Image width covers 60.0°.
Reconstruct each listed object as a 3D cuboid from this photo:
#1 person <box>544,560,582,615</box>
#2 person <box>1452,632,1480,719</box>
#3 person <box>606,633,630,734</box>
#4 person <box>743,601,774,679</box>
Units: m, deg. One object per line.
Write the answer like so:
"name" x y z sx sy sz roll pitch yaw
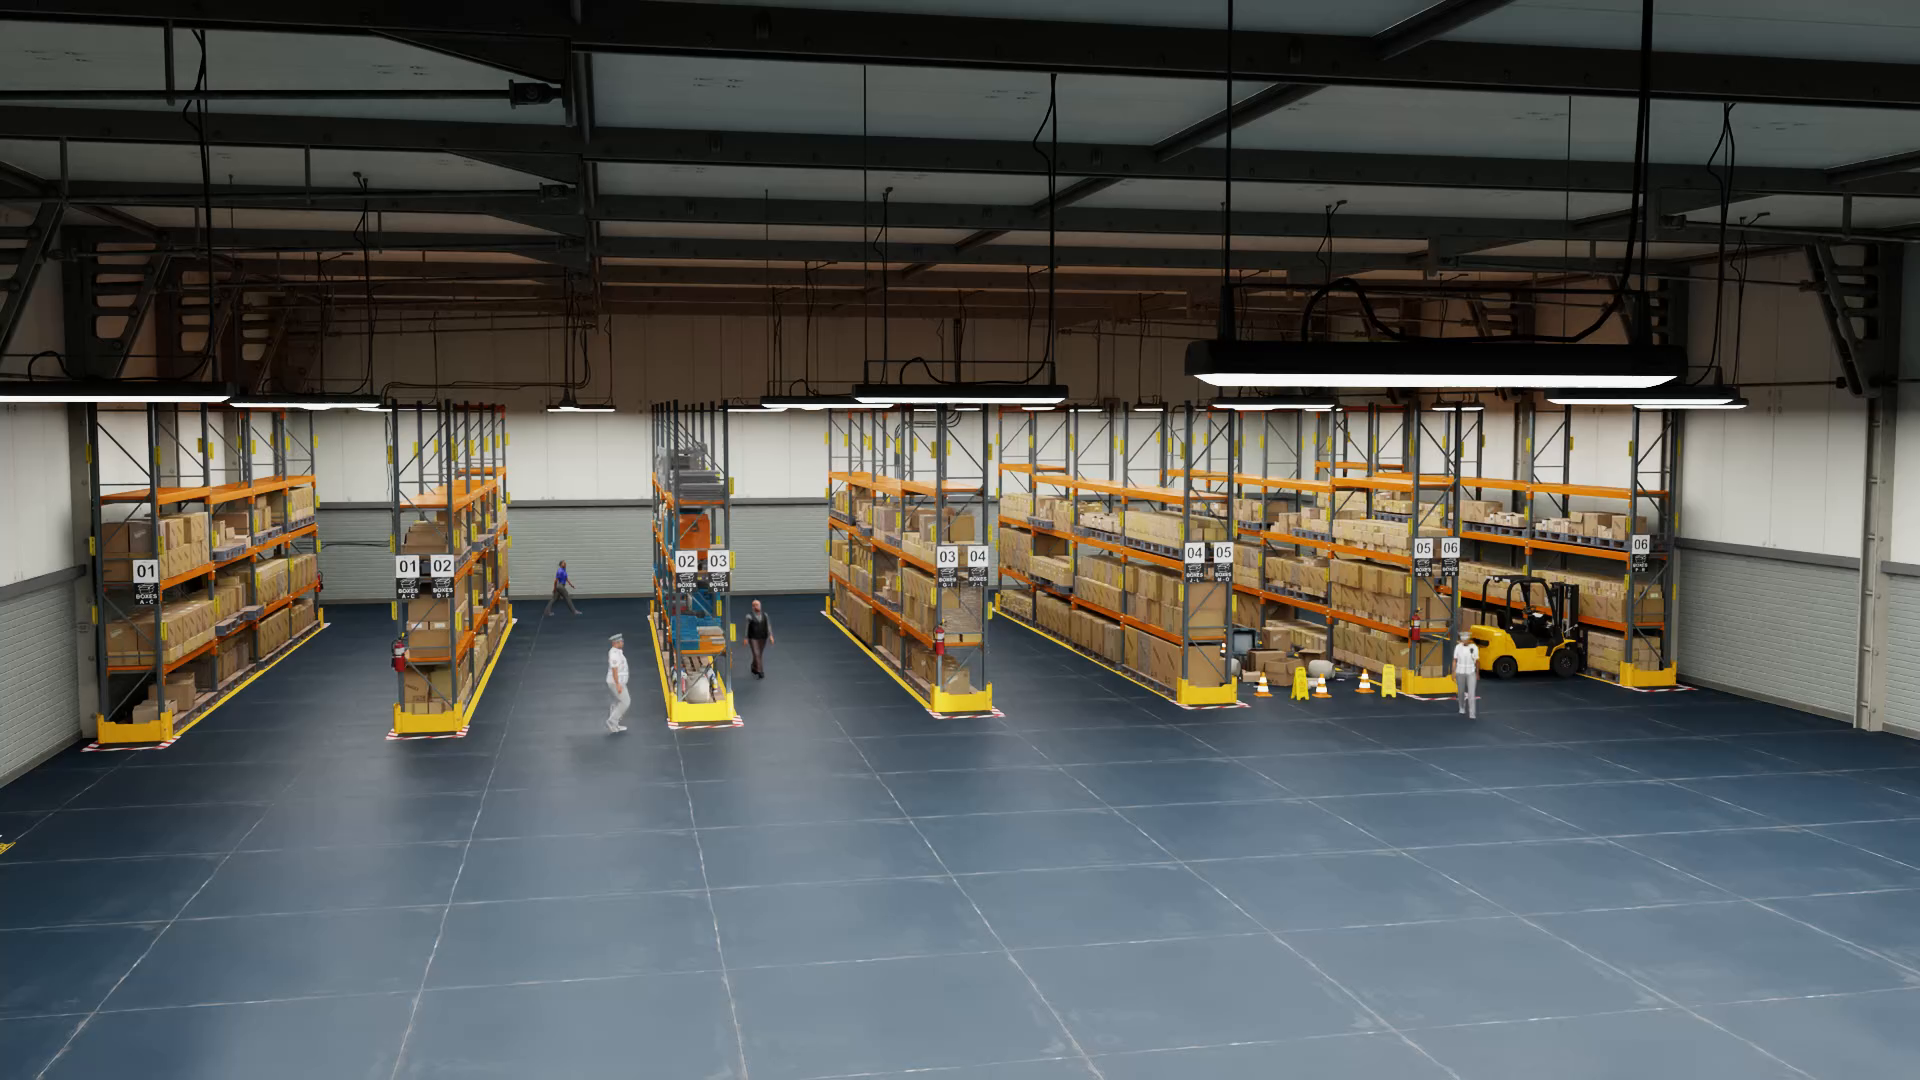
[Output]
"person" -11.285 1.346 47.235 1.068 1.574 0.400 -1 4 -16
"person" 9.581 2.535 31.486 0.488 1.613 0.895 2 5 24
"person" -6.164 2.577 29.967 0.439 1.791 0.570 -1 4 -9
"person" -4.377 2.147 36.148 0.608 1.656 1.063 -2 5 -30
